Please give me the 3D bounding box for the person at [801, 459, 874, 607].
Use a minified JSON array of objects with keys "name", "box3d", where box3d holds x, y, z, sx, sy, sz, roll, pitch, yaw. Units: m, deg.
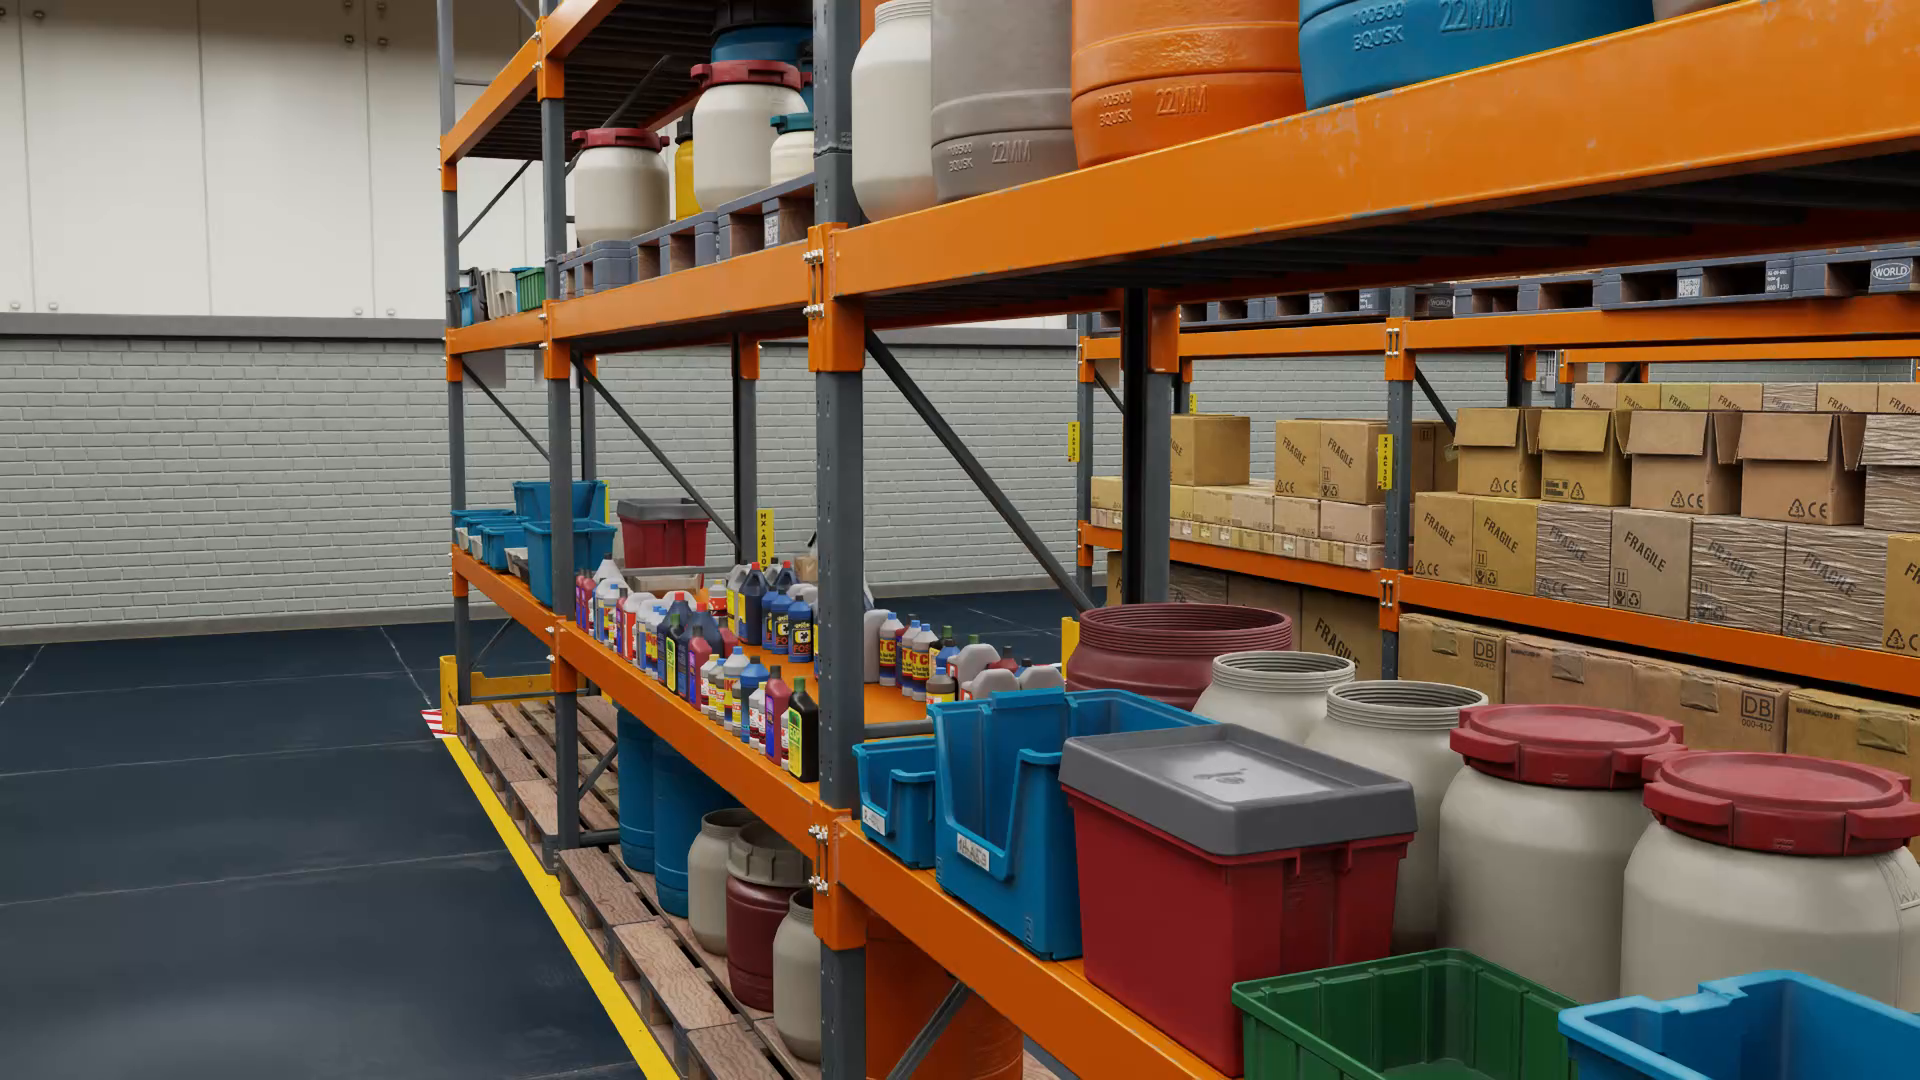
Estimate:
[{"name":"person","box3d":[-1.440,-0.087,17.635,1.101,1.723,0.591,-2,6,-24]}]
